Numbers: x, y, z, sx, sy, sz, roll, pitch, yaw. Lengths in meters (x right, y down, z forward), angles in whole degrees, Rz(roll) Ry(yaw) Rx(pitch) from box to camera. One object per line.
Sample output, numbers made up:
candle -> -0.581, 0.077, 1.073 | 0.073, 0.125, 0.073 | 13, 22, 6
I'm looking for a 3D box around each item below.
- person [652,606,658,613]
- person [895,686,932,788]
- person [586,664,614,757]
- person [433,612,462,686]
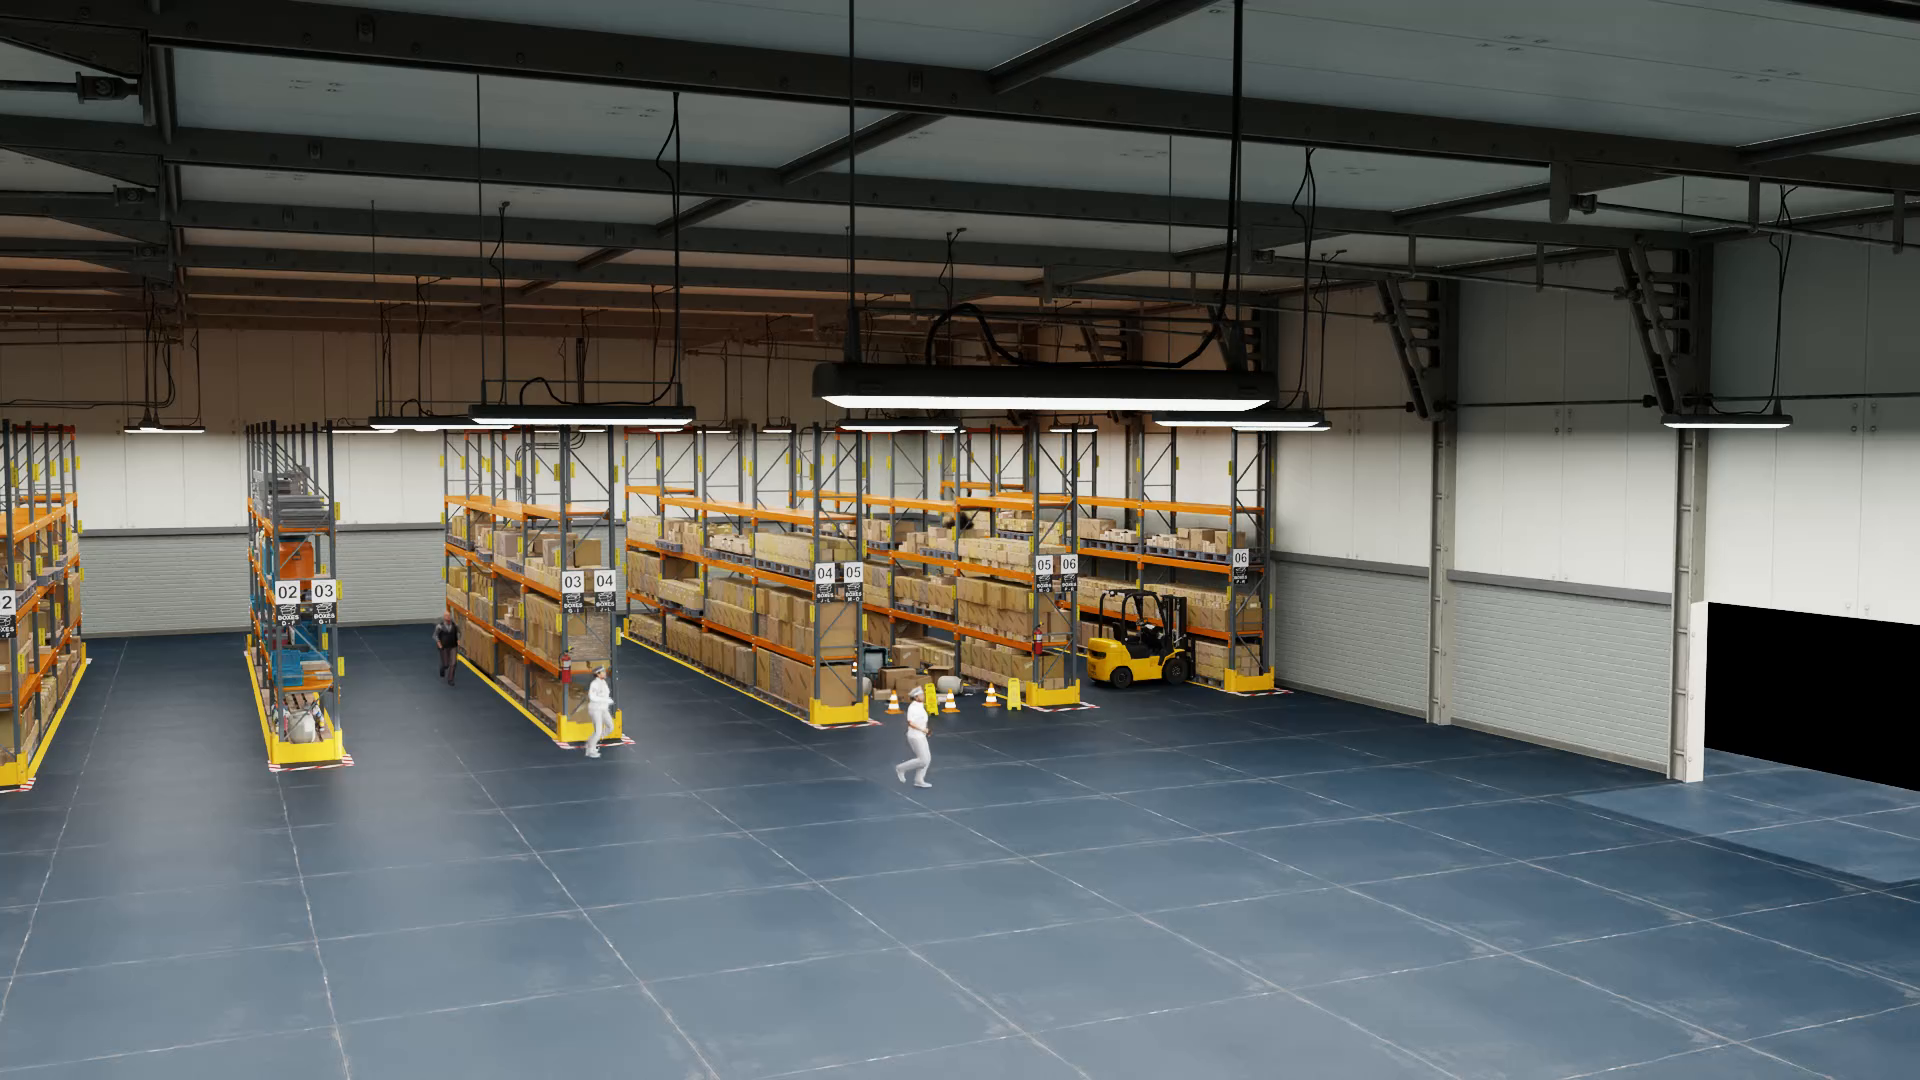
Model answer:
person -> -8.917, 1.782, 49.123 | 0.661, 1.783, 0.676 | -2, 4, -32
person -> -0.734, 3.200, 27.111 | 0.618, 1.653, 0.572 | 1, 4, 8
person -> -6.393, 3.039, 29.775 | 0.546, 1.647, 0.655 | 1, 4, 16
person -> -11.814, 2.494, 38.378 | 0.661, 1.696, 0.707 | -2, 4, -30
